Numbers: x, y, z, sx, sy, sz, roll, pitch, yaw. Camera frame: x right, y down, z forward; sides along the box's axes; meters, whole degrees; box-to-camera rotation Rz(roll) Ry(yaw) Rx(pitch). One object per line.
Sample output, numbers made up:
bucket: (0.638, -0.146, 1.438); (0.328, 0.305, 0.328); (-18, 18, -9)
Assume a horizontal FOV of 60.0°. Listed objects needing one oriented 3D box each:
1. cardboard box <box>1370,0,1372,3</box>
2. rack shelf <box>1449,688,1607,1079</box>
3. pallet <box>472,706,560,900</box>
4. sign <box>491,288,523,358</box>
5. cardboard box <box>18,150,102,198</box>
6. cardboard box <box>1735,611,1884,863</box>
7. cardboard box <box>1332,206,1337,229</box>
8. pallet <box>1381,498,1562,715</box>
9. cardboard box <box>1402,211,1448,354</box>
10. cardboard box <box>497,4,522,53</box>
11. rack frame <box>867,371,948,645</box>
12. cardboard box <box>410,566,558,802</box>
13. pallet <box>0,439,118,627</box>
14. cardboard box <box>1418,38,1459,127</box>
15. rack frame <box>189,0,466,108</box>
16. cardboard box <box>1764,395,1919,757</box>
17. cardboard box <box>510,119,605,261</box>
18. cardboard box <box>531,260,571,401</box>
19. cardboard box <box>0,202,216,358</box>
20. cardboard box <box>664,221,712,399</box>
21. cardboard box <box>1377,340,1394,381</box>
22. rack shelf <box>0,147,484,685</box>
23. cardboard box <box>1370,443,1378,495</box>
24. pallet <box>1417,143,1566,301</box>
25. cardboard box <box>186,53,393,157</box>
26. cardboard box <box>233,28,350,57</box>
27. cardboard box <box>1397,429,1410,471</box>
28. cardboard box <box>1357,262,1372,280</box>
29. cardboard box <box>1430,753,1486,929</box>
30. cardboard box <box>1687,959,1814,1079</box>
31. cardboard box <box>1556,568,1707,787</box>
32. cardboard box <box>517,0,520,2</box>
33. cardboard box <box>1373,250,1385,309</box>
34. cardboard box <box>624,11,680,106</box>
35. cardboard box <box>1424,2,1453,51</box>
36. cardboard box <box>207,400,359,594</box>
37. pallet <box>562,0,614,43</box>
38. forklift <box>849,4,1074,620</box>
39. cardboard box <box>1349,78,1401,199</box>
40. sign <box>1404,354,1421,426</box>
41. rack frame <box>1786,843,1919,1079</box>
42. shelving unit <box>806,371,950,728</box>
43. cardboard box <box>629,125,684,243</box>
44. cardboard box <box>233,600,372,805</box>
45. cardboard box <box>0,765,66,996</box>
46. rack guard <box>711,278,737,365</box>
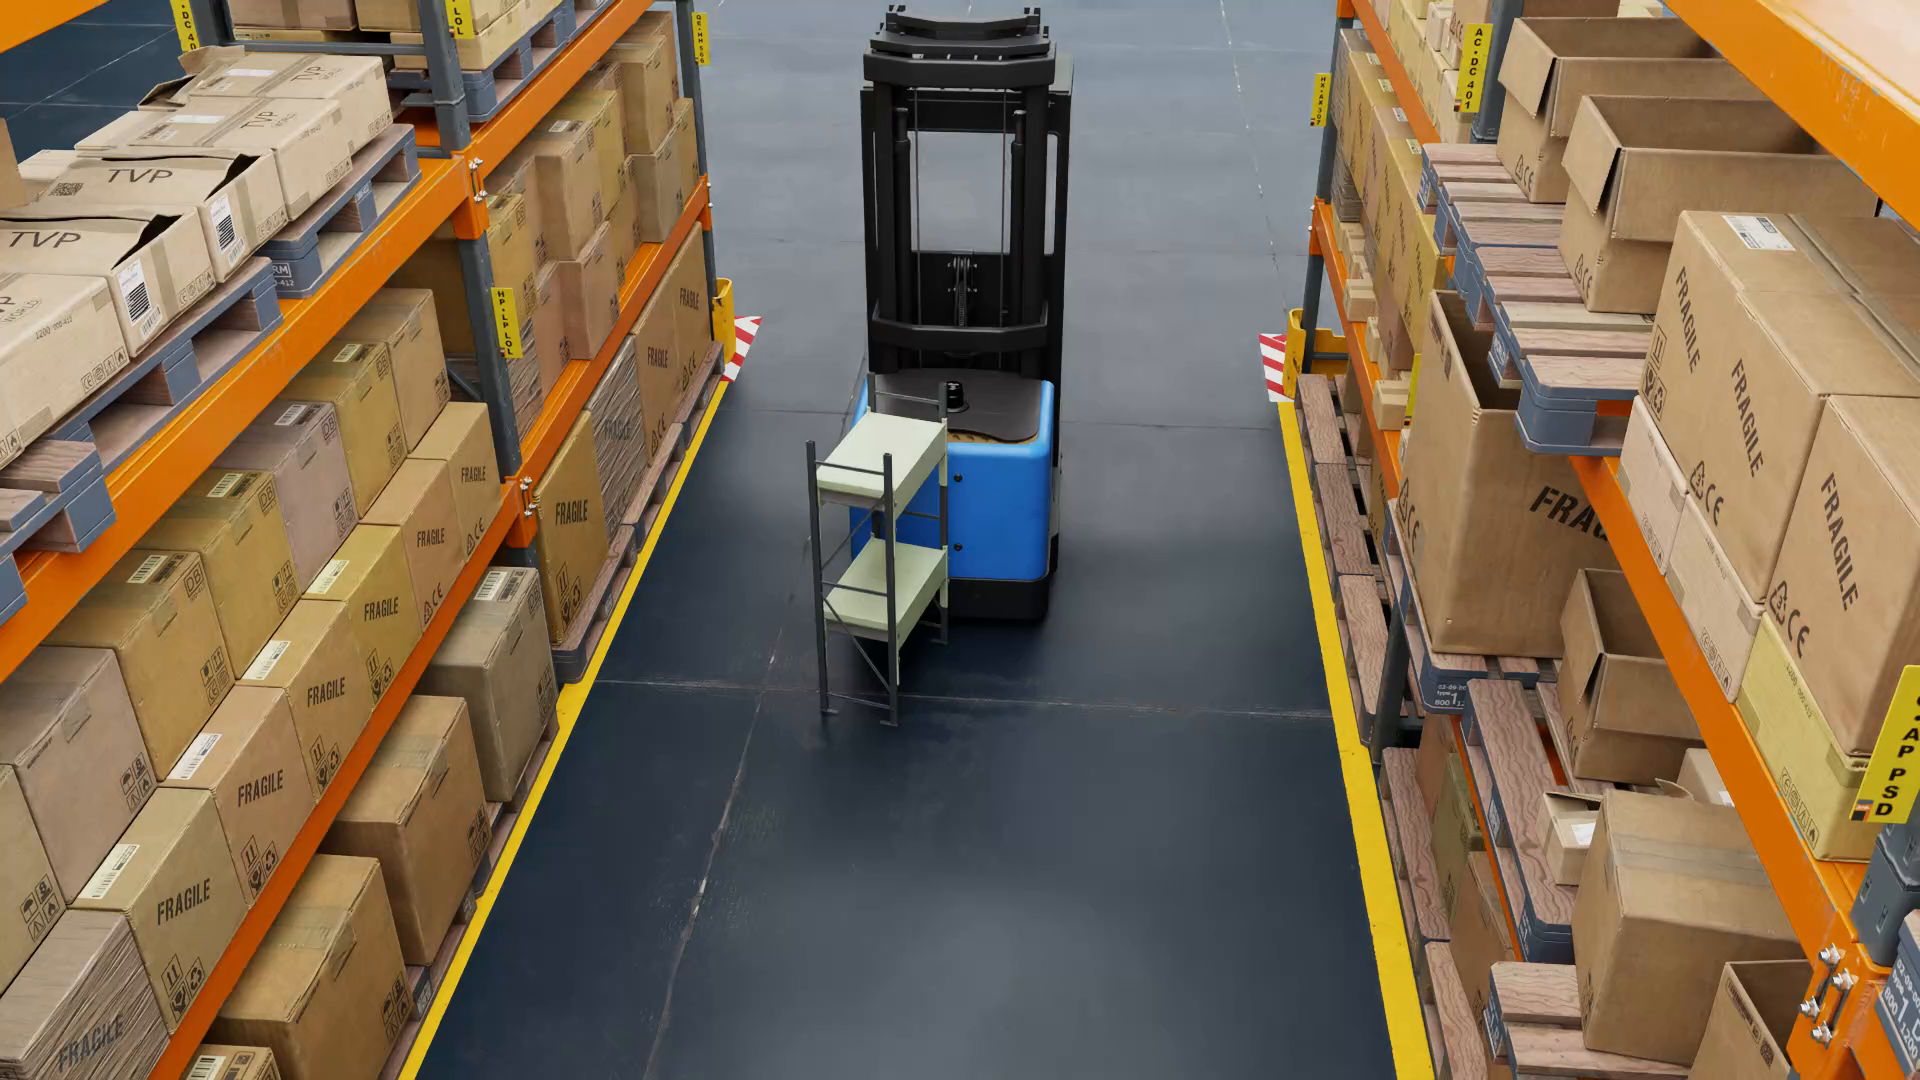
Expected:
cardboard box: (2.434, -3.021, 8.857); (0.500, 0.250, 0.500); (2, 32, 3)
rack shelf: (2.278, 1.125, 5.531); (1.077, 0.370, 4.000); (2, 32, 4)
pallet: (-2.482, 1.102, 7.541); (1.003, 0.211, 1.213); (2, 32, 4)
sign: (-1.953, -0.933, 7.157); (0.100, 0.325, 0.005); (2, 32, 4)
cardboard box: (-2.868, -1.161, 5.440); (0.380, 0.149, 0.250); (2, 32, 4)
cardboard box: (1.909, 0.393, 3.318); (0.500, 0.250, 0.500); (3, 32, 4)
cardboard box: (2.466, -1.943, 10.063); (0.380, 0.149, 0.250); (2, 32, 4)
pallet: (2.233, 0.248, 6.451); (1.003, 0.211, 1.213); (2, 32, 4)
cardboard box: (2.203, -1.069, 7.074); (0.500, 0.500, 0.500); (2, 32, 4)
cardboard box: (-2.107, -2.194, 7.117); (0.380, 0.149, 0.250); (3, 32, 4)
rack frame: (-0.254, -0.132, 8.315); (0.400, 1.500, 0.023); (10, 33, 16)
cardboard box: (-2.456, 0.616, 7.416); (1.050, 0.750, 0.750); (2, 32, 4)
pallet: (-2.821, 0.064, 3.887); (1.213, 0.211, 1.003); (4, 32, 6)
cardboard box: (2.270, -1.962, 7.139); (0.500, 0.250, 0.500); (3, 32, 5)
rack frame: (-2.495, -3.046, 5.895); (1.000, 3.000, 0.127); (2, 32, 4)
cardboard box: (1.904, 0.072, 3.123); (0.500, 0.500, 0.500); (3, 32, 5)
cardboard box: (-2.321, -1.776, 8.380); (0.875, 0.550, 0.550); (2, 32, 4)
cardboard box: (-2.454, -1.037, 8.212); (0.875, 0.550, 0.550); (2, 32, 4)
cardboard box: (-2.460, -0.760, 4.635); (0.500, 0.311, 0.500); (2, 32, 3)
cardboard box: (-2.158, -1.500, 10.730); (0.875, 0.875, 0.875); (3, 32, 4)
cardboard box: (2.316, -0.896, 8.365); (0.380, 0.149, 0.250); (2, 32, 4)
rack shelf: (-2.658, -0.417, 5.174); (1.077, 0.370, 4.000); (2, 32, 4)
cardboard box: (2.614, -0.467, 9.411); (0.500, 0.500, 0.500); (5, 32, 9)
pallet: (2.284, -1.106, 5.785); (1.213, 0.211, 1.003); (2, 32, 4)
cardboard box: (-2.393, -1.550, 5.974); (0.500, 0.250, 0.500); (3, 32, 5)
cardboard box: (-2.784, -2.087, 6.943); (0.380, 0.149, 0.250); (2, 32, 4)
cardboard box: (2.195, -0.375, 7.520); (0.380, 0.149, 0.250); (2, 32, 4)
cardboard box: (2.410, -1.419, 9.213); (0.380, 0.149, 0.250); (2, 32, 4)
cardboard box: (2.311, 1.219, 6.657); (0.700, 0.500, 0.500); (2, 32, 4)
cardboard box: (2.119, 1.359, 3.970); (0.500, 0.500, 0.500); (-1, 32, -2)
cardboard box: (2.391, 0.461, 5.425); (0.797, 0.503, 0.637); (6, 32, 9)
cardboard box: (-2.136, -2.560, 7.331); (0.500, 0.250, 0.500); (2, 32, 4)
cardboard box: (2.637, -1.414, 8.587); (0.875, 0.500, 0.500); (2, 32, 4)
cardboard box: (-2.238, -2.914, 10.228); (0.875, 0.550, 0.550); (2, 32, 4)
cardboard box: (2.223, -2.208, 7.158); (0.380, 0.149, 0.250); (2, 32, 2)
cardboard box: (-2.611, -0.167, 5.893); (0.700, 0.500, 0.500); (3, 32, 4)
pallet: (-2.316, -2.794, 8.431); (1.003, 0.211, 1.213); (2, 32, 4)
forklift: (0.049, -1.577, 9.296); (1.130, 2.935, 3.031); (2, 32, 4)
cardboard box: (2.363, -2.115, 8.771); (0.500, 0.500, 0.500); (2, 32, 4)
sign: (1.899, -0.615, 6.843); (0.100, 0.325, 0.005); (2, 32, 4)
rack frame: (2.115, 1.865, 3.645); (1.000, 3.000, 0.127); (2, 32, 4)
shelving unit: (-0.372, 0.050, 8.020); (0.431, 1.500, 0.755); (10, 33, 16)
cardboard box: (-2.177, -2.163, 10.037); (0.875, 0.550, 0.550); (2, 32, 4)
cardboard box: (-2.392, 0.544, 5.693); (0.500, 0.500, 0.500); (2, 32, 3)
cardboard box: (-2.774, 0.897, 4.167); (0.700, 0.500, 0.500); (2, 32, 4)
rack guard: (-2.167, -1.532, 11.539); (1.175, 0.500, 0.348); (2, 32, 4)
